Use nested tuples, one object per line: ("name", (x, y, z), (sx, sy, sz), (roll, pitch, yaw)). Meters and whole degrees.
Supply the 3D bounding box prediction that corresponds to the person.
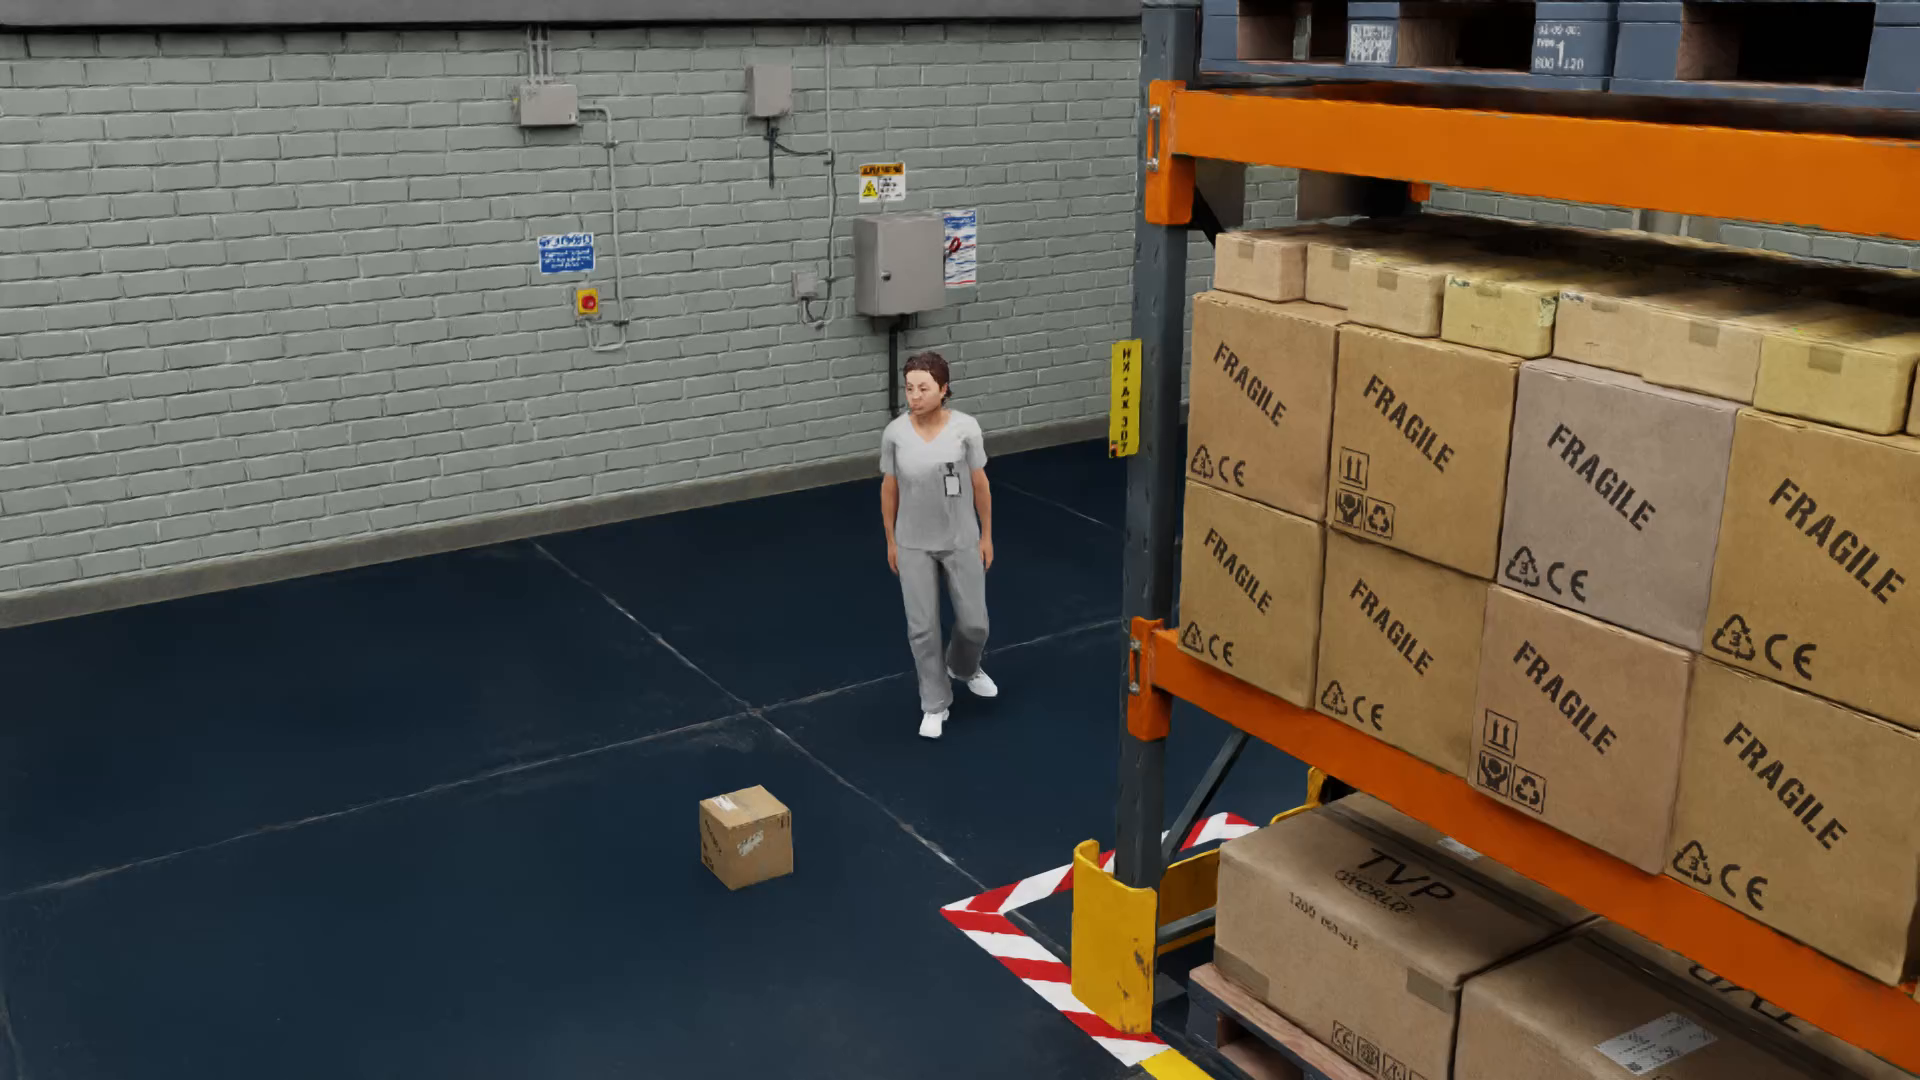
("person", (-0.085, -0.007, 7.089), (0.504, 1.662, 0.530), (0, 18, 1))
